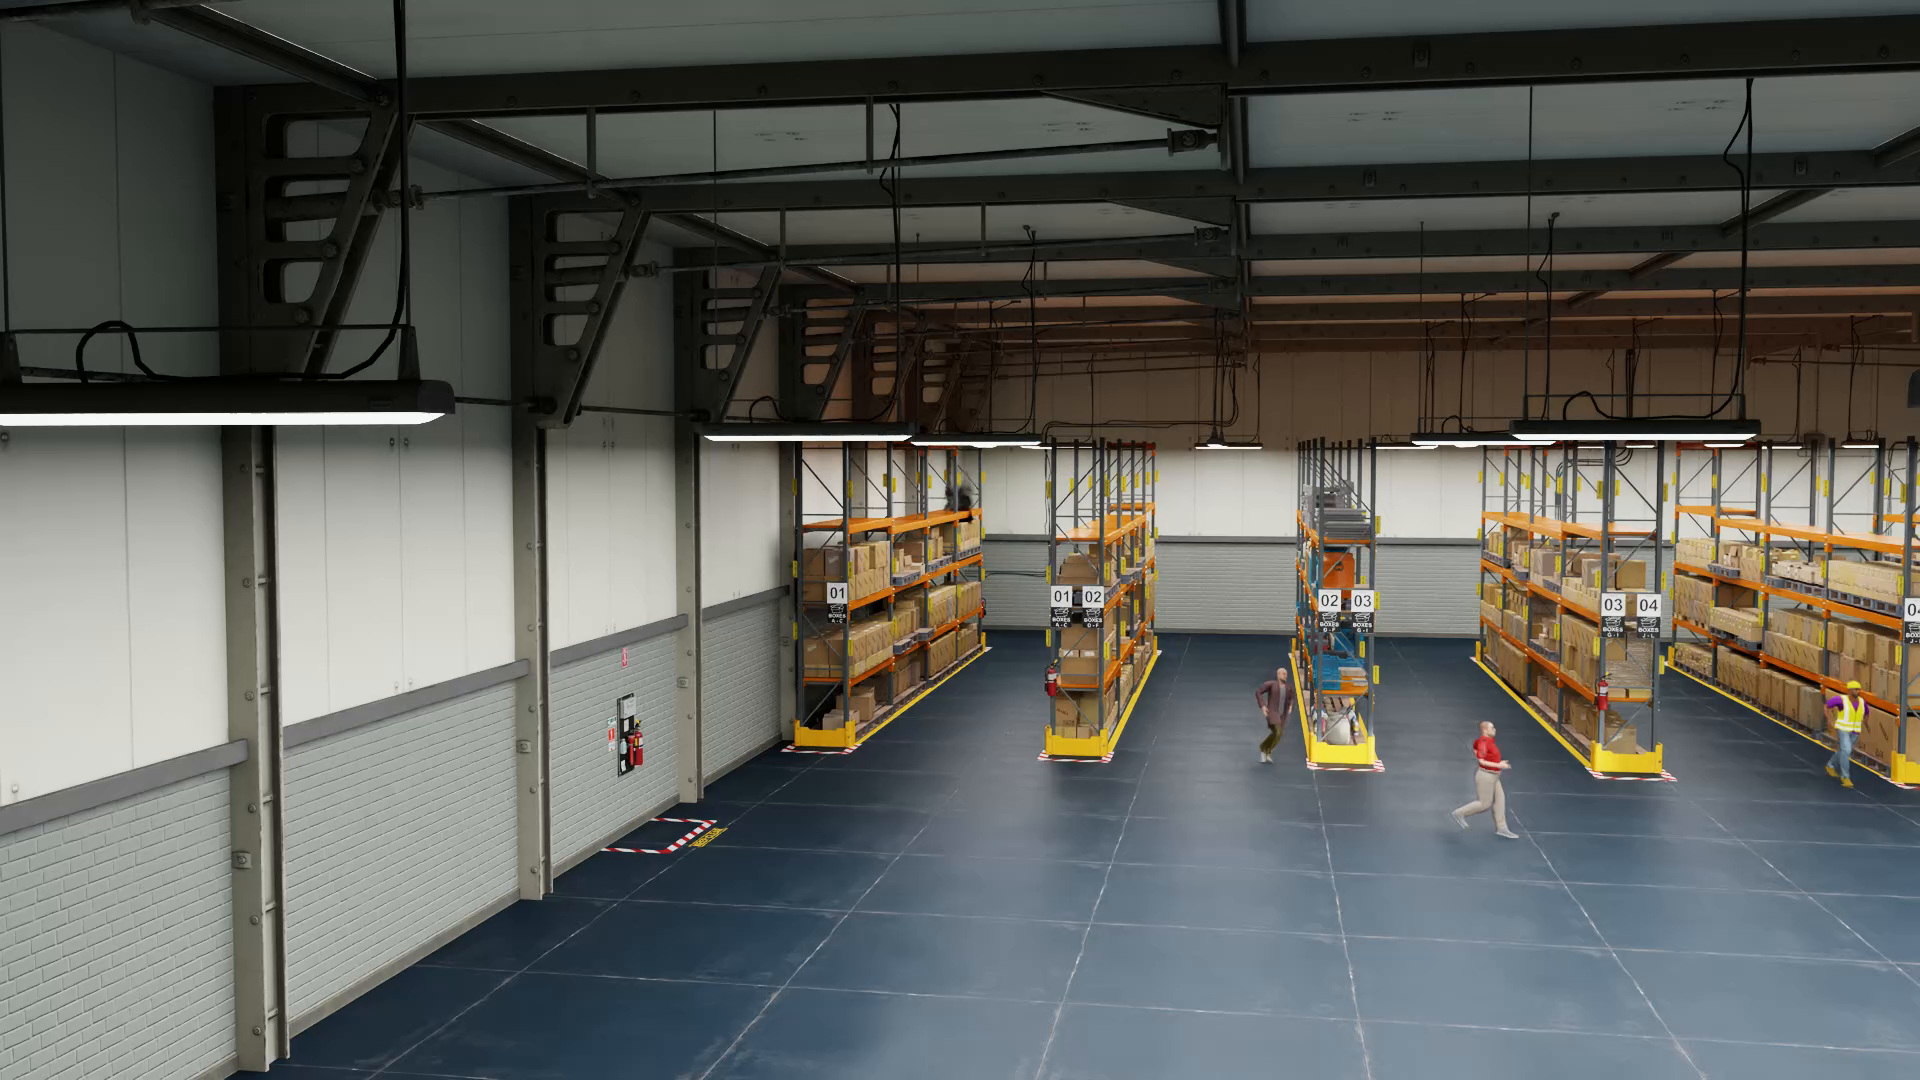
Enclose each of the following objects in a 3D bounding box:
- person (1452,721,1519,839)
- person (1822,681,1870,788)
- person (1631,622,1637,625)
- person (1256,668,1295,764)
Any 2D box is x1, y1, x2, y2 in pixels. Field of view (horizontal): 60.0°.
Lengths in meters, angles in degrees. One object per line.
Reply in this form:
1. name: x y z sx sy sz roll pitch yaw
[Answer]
1. person: 7.814 3.553 24.692 0.954 1.720 0.664 2 3 27
2. person: 15.388 3.320 28.793 0.721 1.781 0.921 0 3 -8
3. person: 17.670 2.573 43.891 0.622 1.751 0.702 0 3 8
4. person: 5.863 3.234 30.615 0.723 1.738 0.629 -1 3 -25
